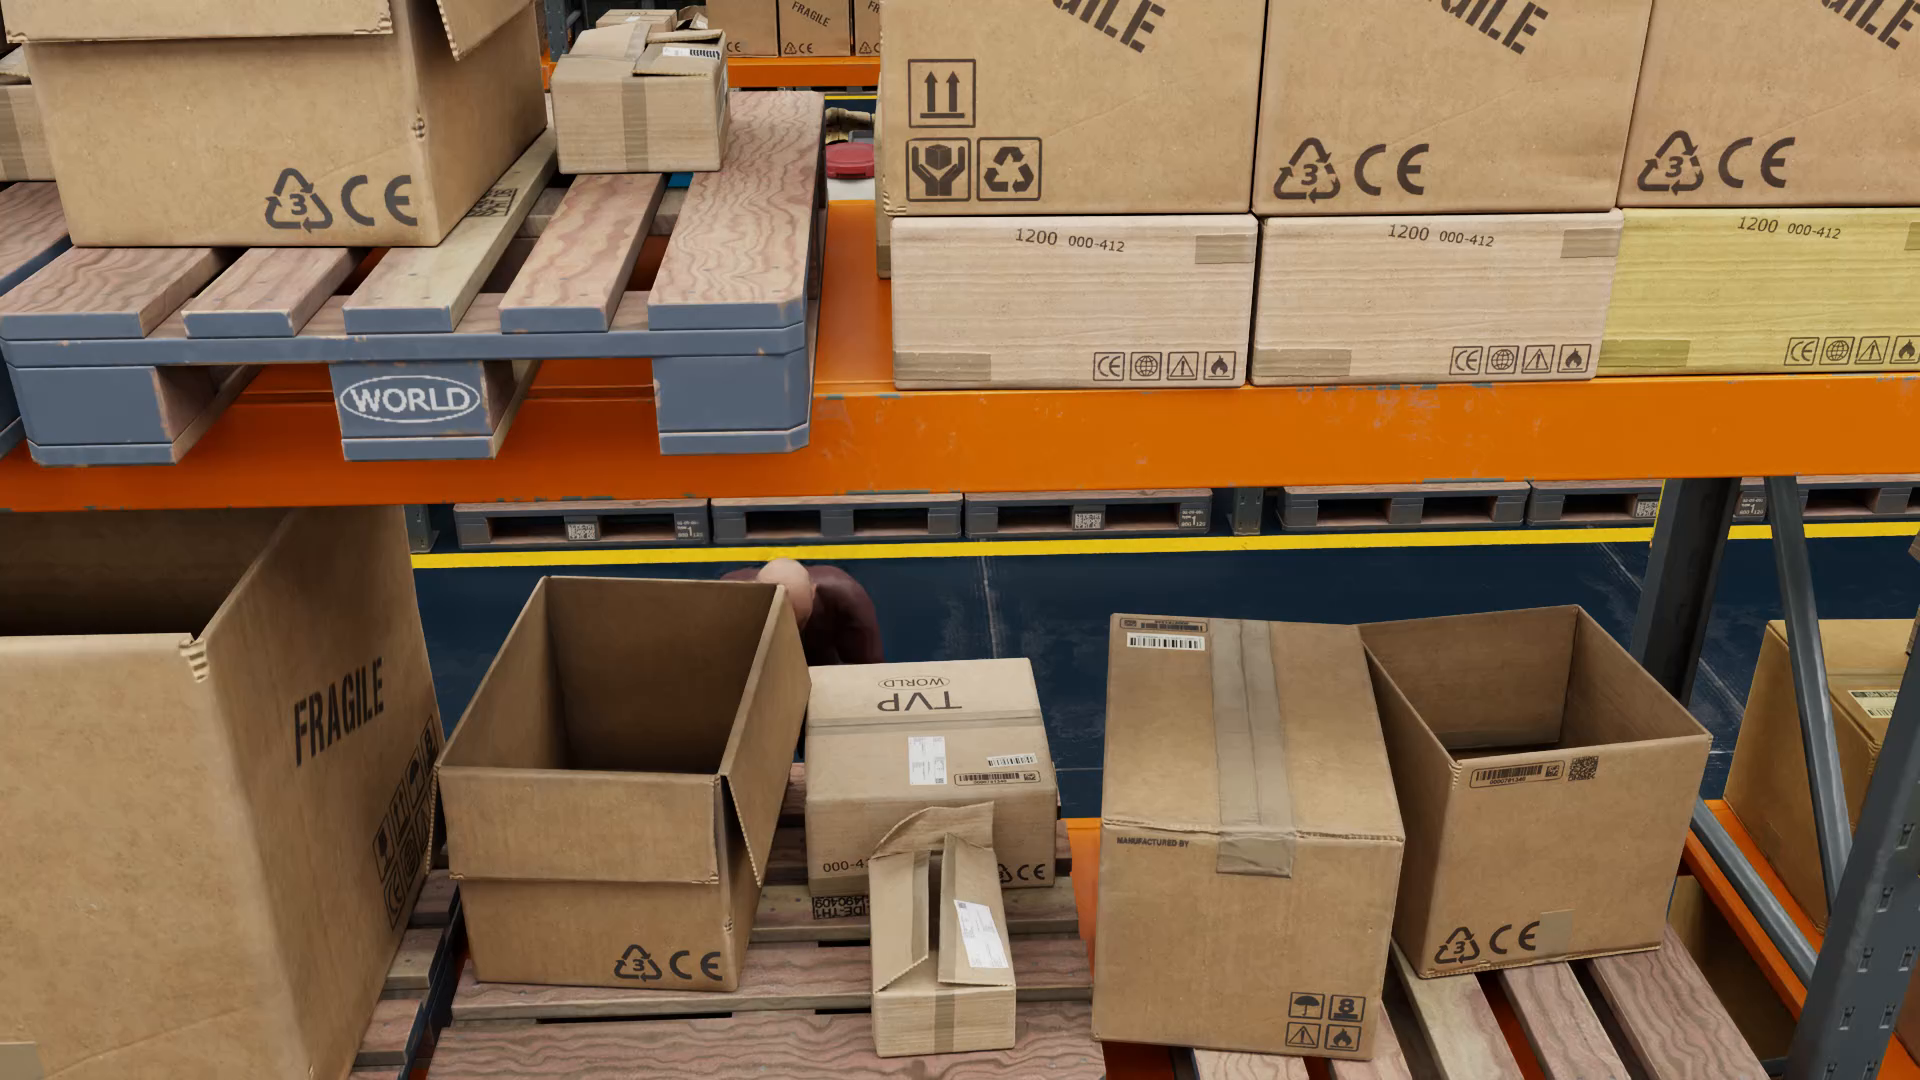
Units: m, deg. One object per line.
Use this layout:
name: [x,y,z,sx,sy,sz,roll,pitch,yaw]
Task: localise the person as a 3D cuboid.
person: [-0.551,0.564,5.470,0.633,1.386,0.737,-1,27,-3]
